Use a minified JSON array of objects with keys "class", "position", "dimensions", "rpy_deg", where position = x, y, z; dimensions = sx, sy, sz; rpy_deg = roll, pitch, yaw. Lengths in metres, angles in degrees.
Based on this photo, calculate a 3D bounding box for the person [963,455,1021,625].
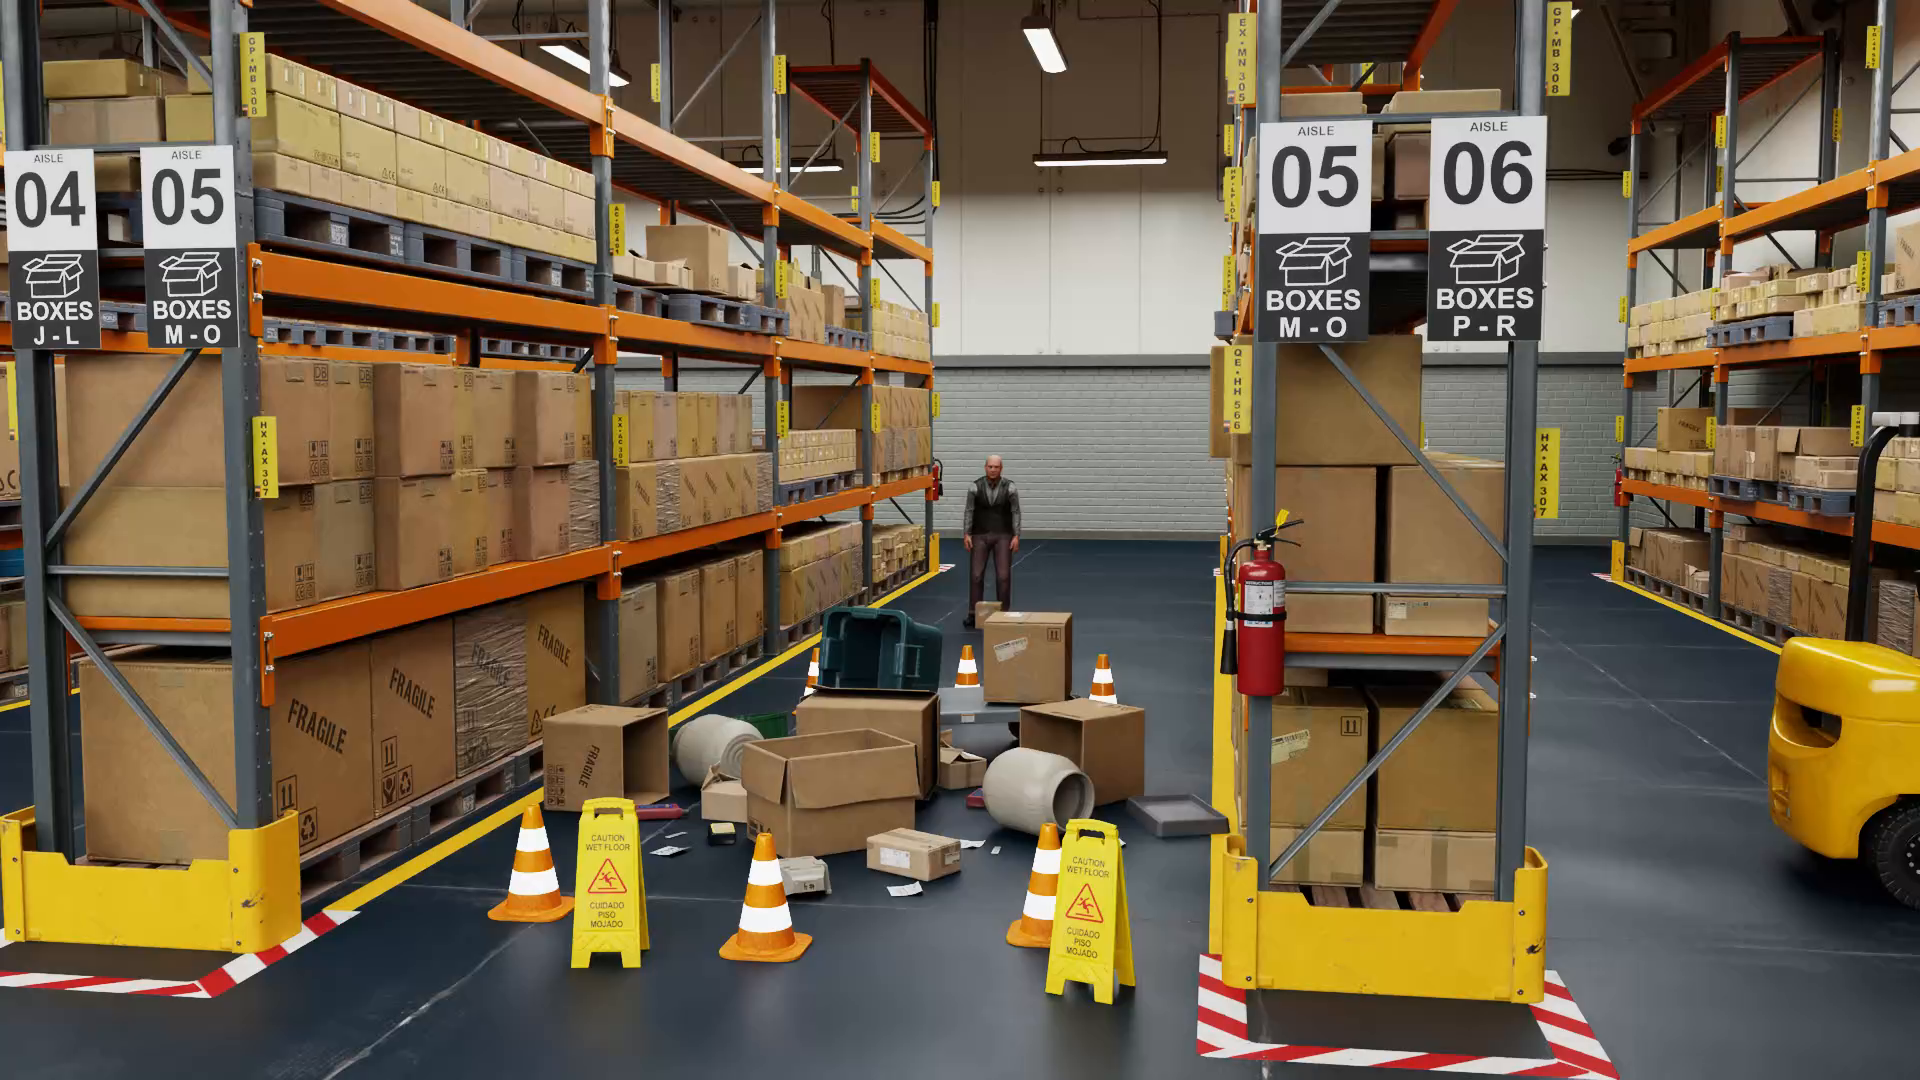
[{"class":"person","position":[0.326,-0.002,16.818],"dimensions":[0.579,1.719,0.422],"rpy_deg":[0,4,6]}]
